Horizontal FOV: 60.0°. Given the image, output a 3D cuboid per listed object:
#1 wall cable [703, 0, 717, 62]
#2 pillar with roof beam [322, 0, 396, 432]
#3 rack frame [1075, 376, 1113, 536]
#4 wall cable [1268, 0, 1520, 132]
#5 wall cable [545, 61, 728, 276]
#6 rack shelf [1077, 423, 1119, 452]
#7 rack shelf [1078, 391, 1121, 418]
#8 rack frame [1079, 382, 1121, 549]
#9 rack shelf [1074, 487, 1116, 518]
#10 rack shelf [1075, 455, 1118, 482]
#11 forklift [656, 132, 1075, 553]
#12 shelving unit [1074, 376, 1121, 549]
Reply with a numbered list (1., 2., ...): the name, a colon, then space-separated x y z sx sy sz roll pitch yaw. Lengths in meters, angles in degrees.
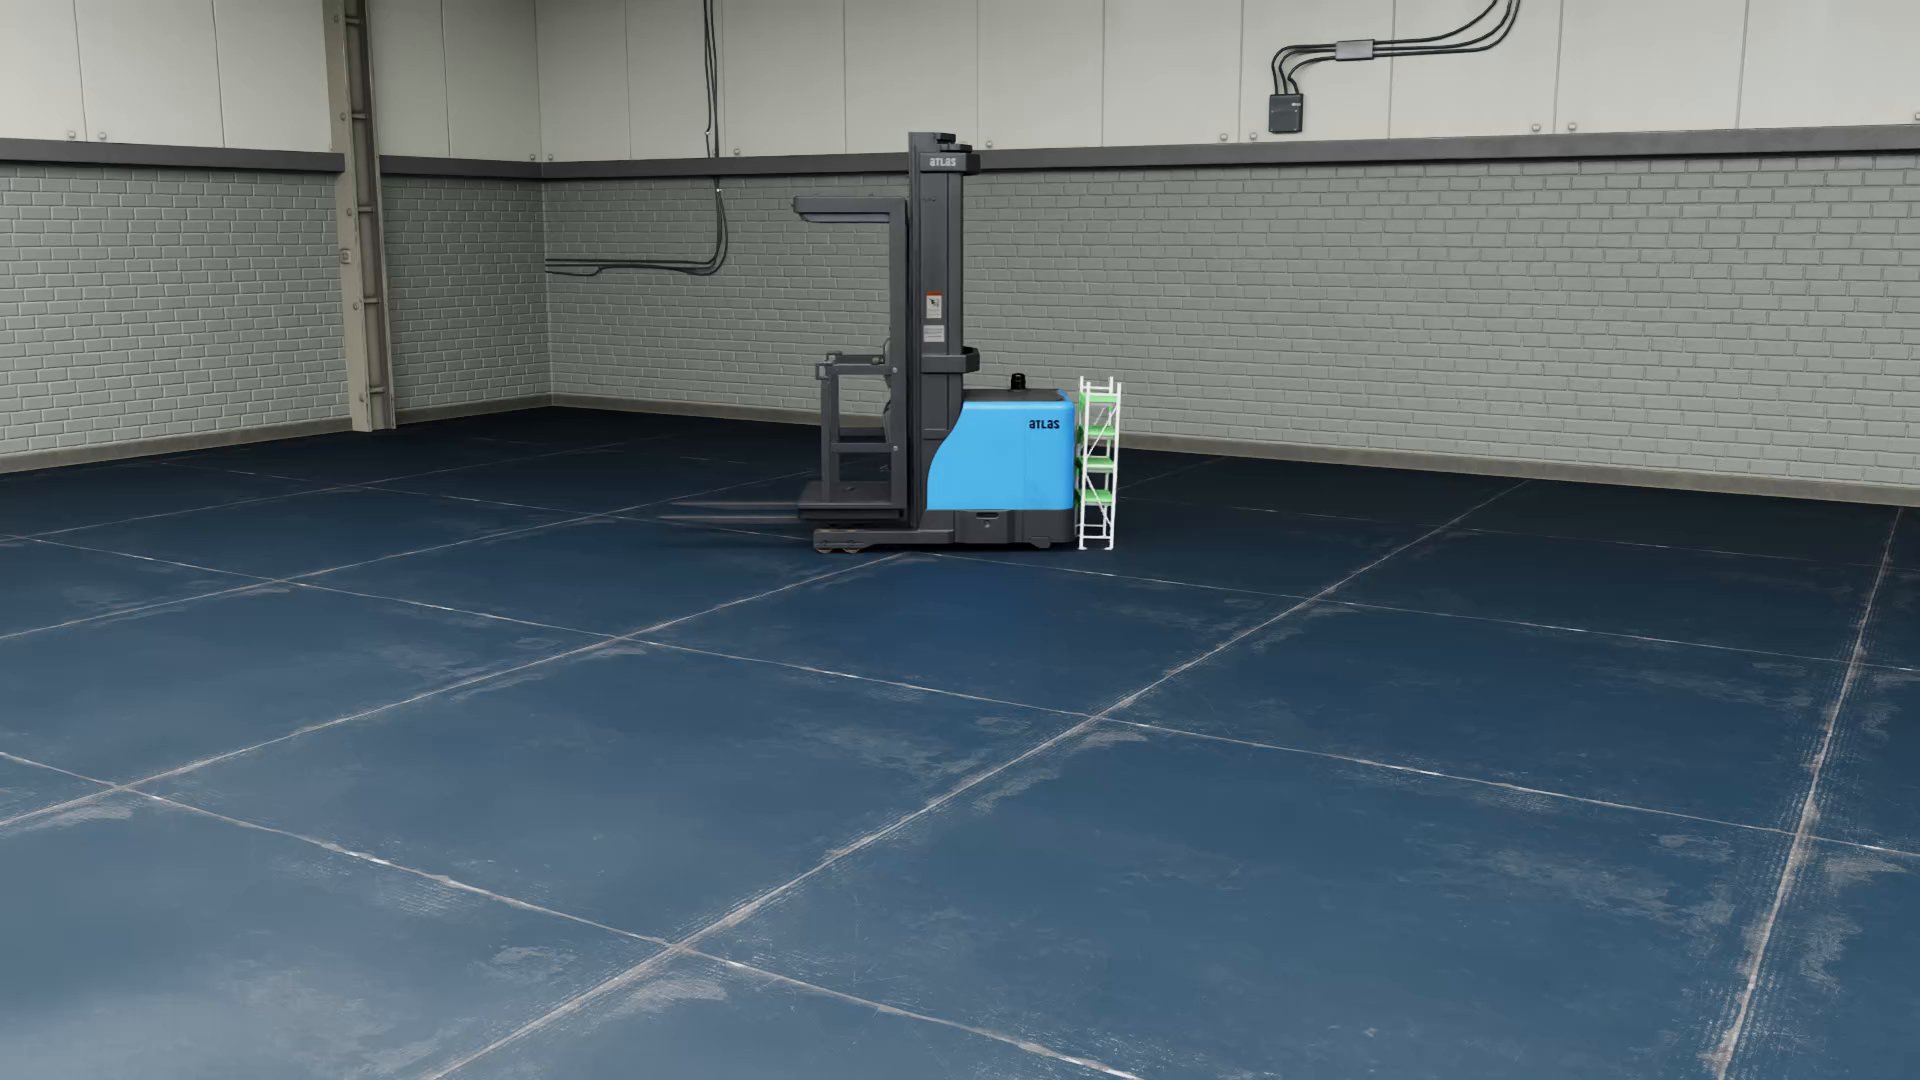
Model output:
1. wall cable: -1.801 -6.738 18.621 3.097 2.526 0.112 6 12 31
2. pillar with roof beam: -3.093 -5.292 16.184 9.100 9.000 0.400 6 12 31
3. rack frame: 0.992 -0.618 12.387 0.240 1.200 0.015 2 11 -2
4. wall cable: 3.993 -6.803 15.010 2.305 6.003 0.169 6 12 31
5. wall cable: -4.113 -4.514 20.466 3.097 2.526 0.112 6 12 31
6. rack shelf: 1.003 -0.746 12.115 0.258 0.148 0.480 2 11 -2
7. rack shelf: 1.011 -0.982 12.071 0.258 0.148 0.480 2 11 -2
8. rack frame: 1.003 -0.528 11.907 0.240 1.200 0.015 2 11 -2
9. rack shelf: 0.988 -0.275 12.203 0.258 0.148 0.480 2 11 -2
10. rack shelf: 0.995 -0.511 12.159 0.258 0.148 0.480 2 11 -2
11. forklift: -0.688 -1.446 12.128 3.031 2.935 1.130 0 11 0
12. shelving unit: 0.997 -0.573 12.147 0.258 1.200 0.503 2 11 -2
